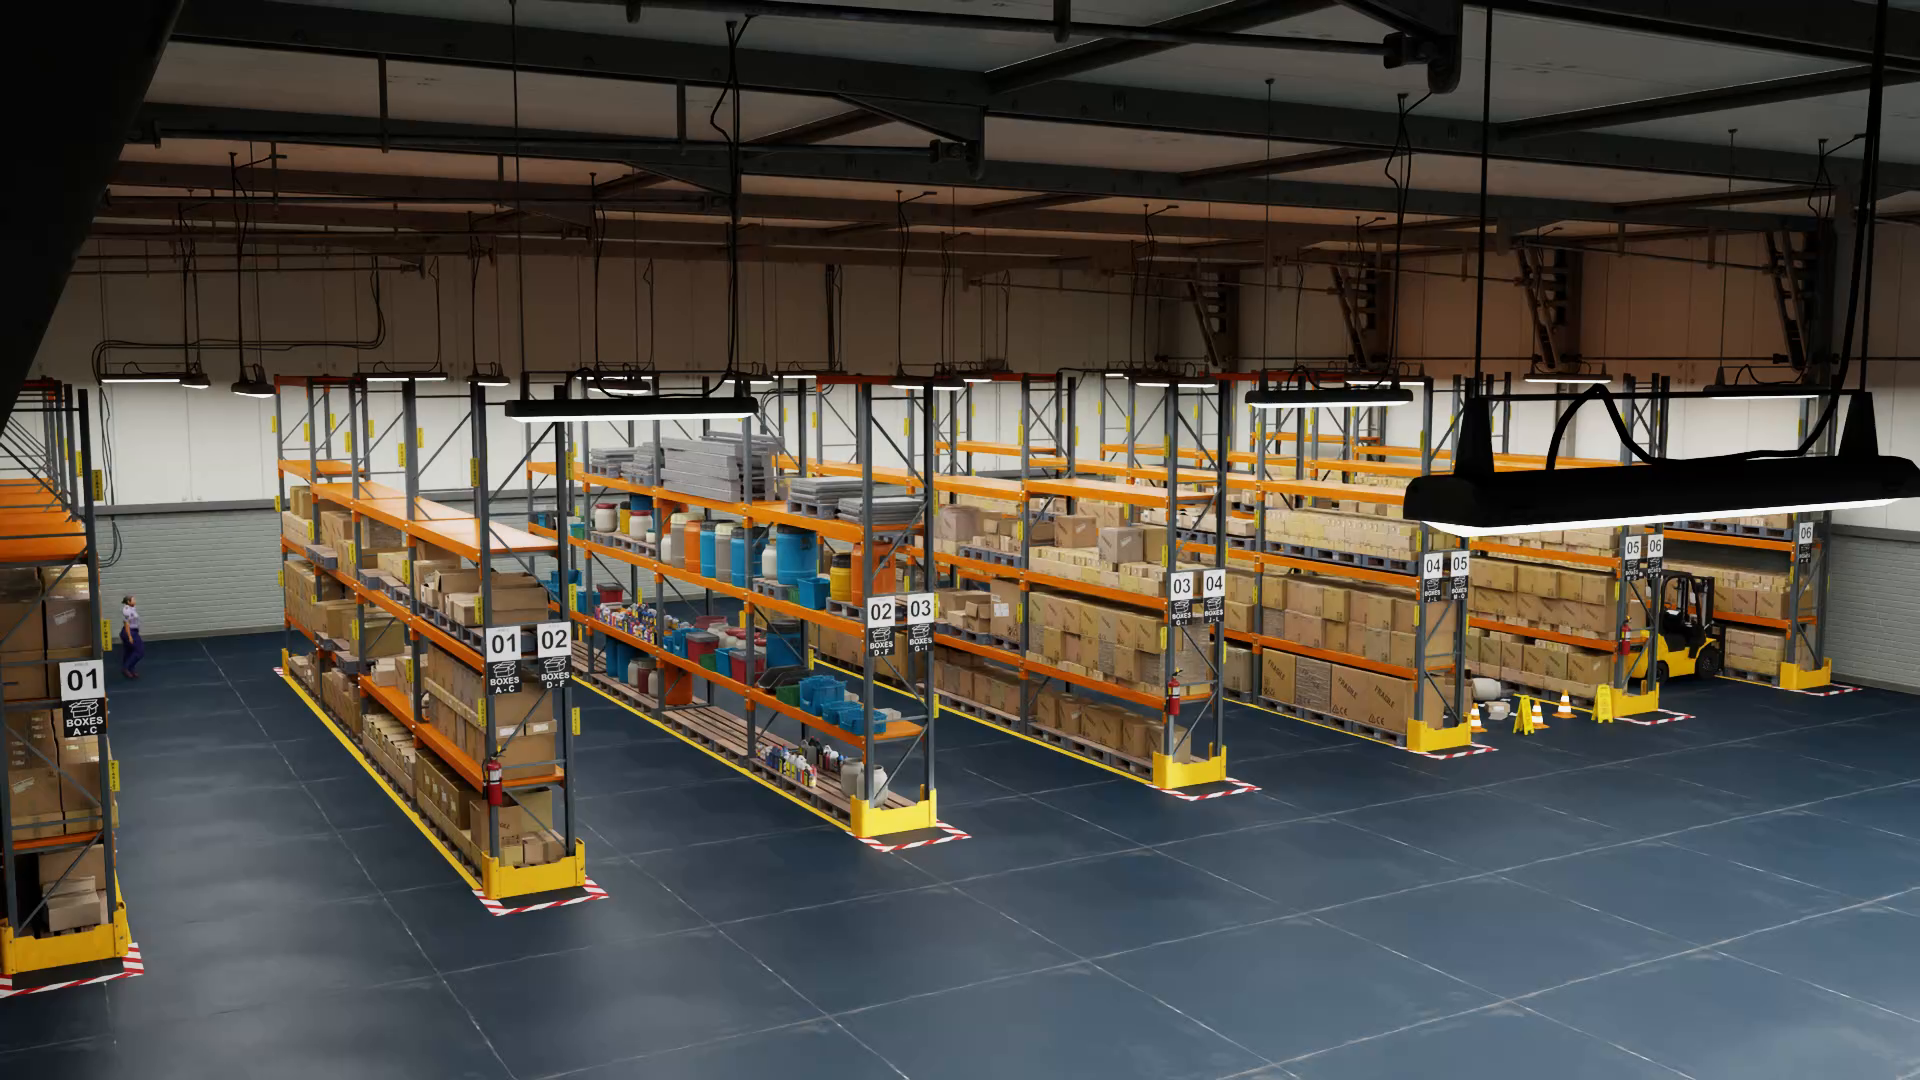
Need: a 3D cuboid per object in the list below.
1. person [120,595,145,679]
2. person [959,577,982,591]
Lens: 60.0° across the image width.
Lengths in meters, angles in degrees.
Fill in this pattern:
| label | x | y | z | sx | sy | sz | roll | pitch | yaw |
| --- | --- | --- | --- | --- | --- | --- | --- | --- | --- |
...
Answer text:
| label | x | y | z | sx | sy | sz | roll | pitch | yaw |
| --- | --- | --- | --- | --- | --- | --- | --- | --- | --- |
| person | -16.428 | 1.903 | 32.940 | 0.427 | 1.655 | 0.509 | -4 | 7 | -33 |
| person | 0.183 | 0.725 | 43.583 | 0.999 | 1.683 | 0.511 | -3 | 7 | -28 |
